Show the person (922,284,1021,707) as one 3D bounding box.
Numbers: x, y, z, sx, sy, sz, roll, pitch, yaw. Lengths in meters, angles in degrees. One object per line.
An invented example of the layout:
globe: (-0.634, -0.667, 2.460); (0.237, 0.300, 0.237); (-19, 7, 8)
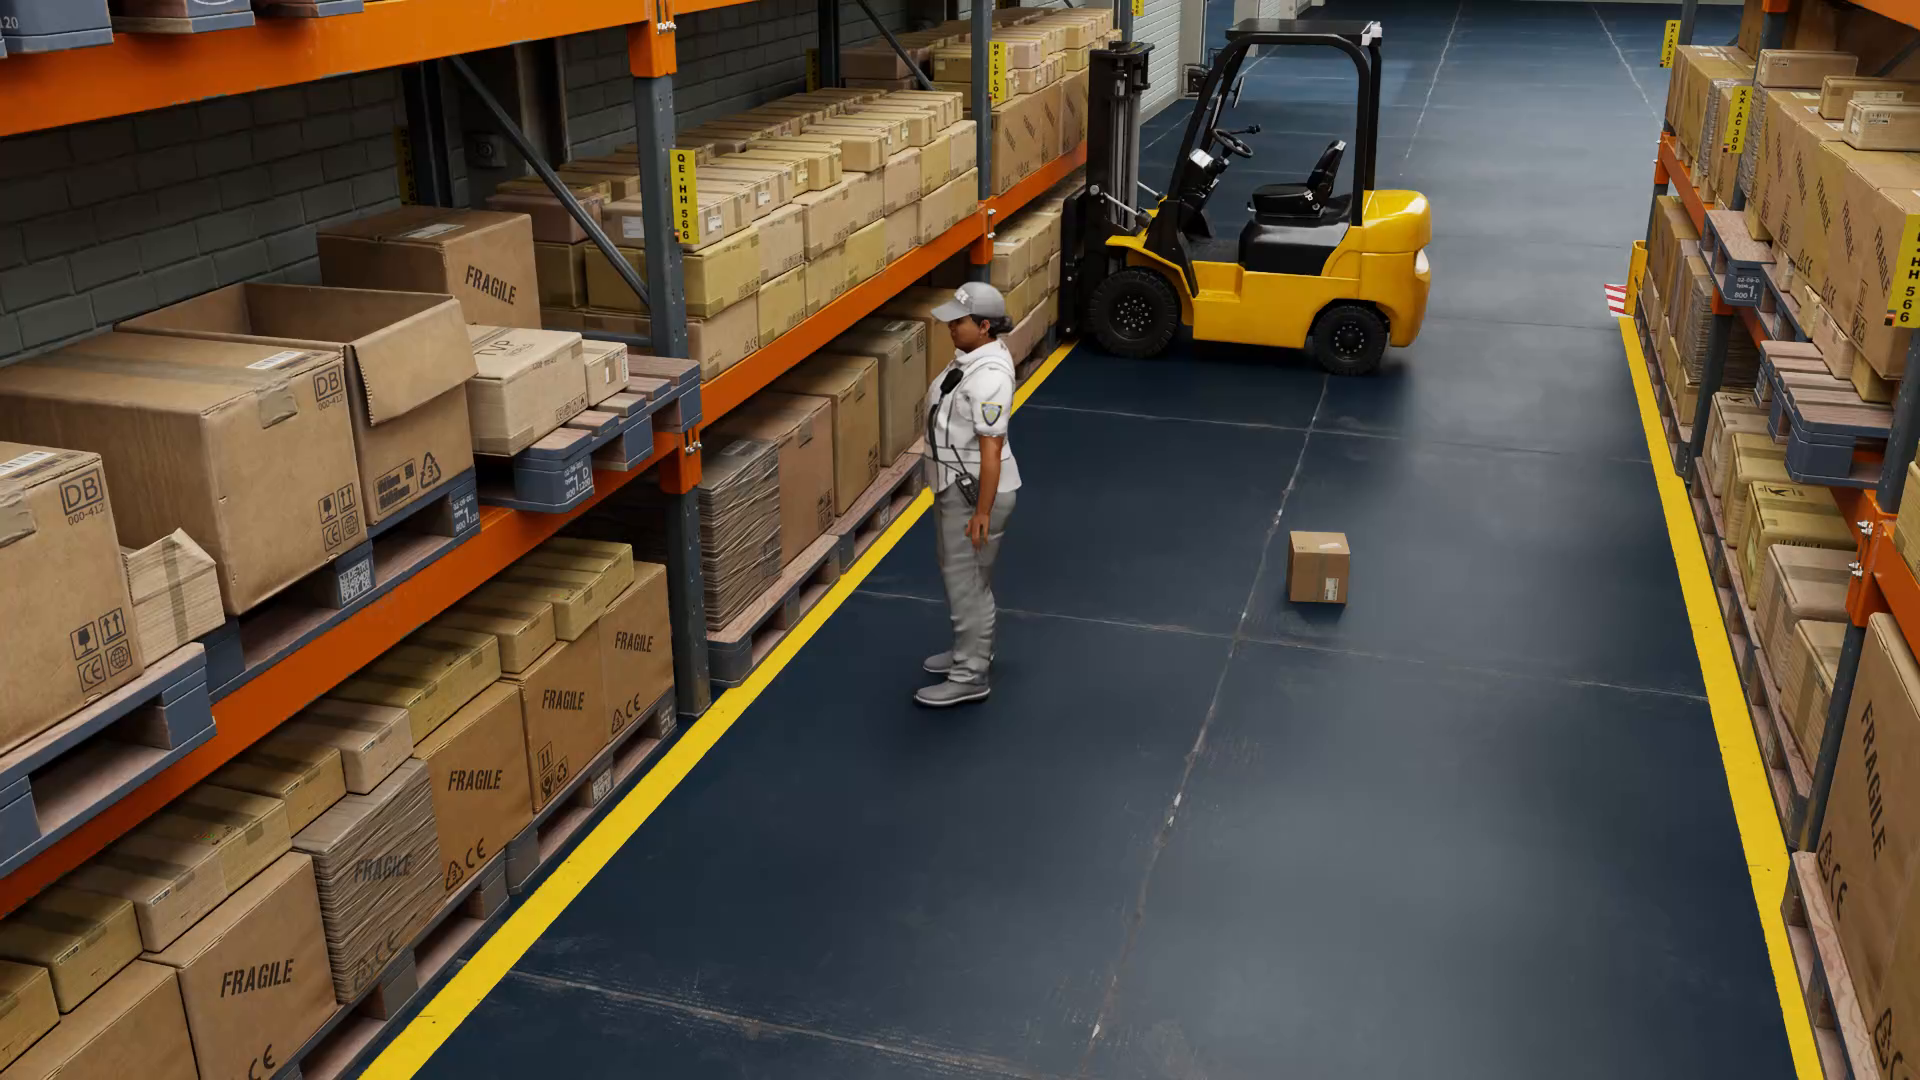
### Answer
person: (0.036, -0.180, 6.528); (0.386, 1.670, 0.480); (-3, 22, -7)
